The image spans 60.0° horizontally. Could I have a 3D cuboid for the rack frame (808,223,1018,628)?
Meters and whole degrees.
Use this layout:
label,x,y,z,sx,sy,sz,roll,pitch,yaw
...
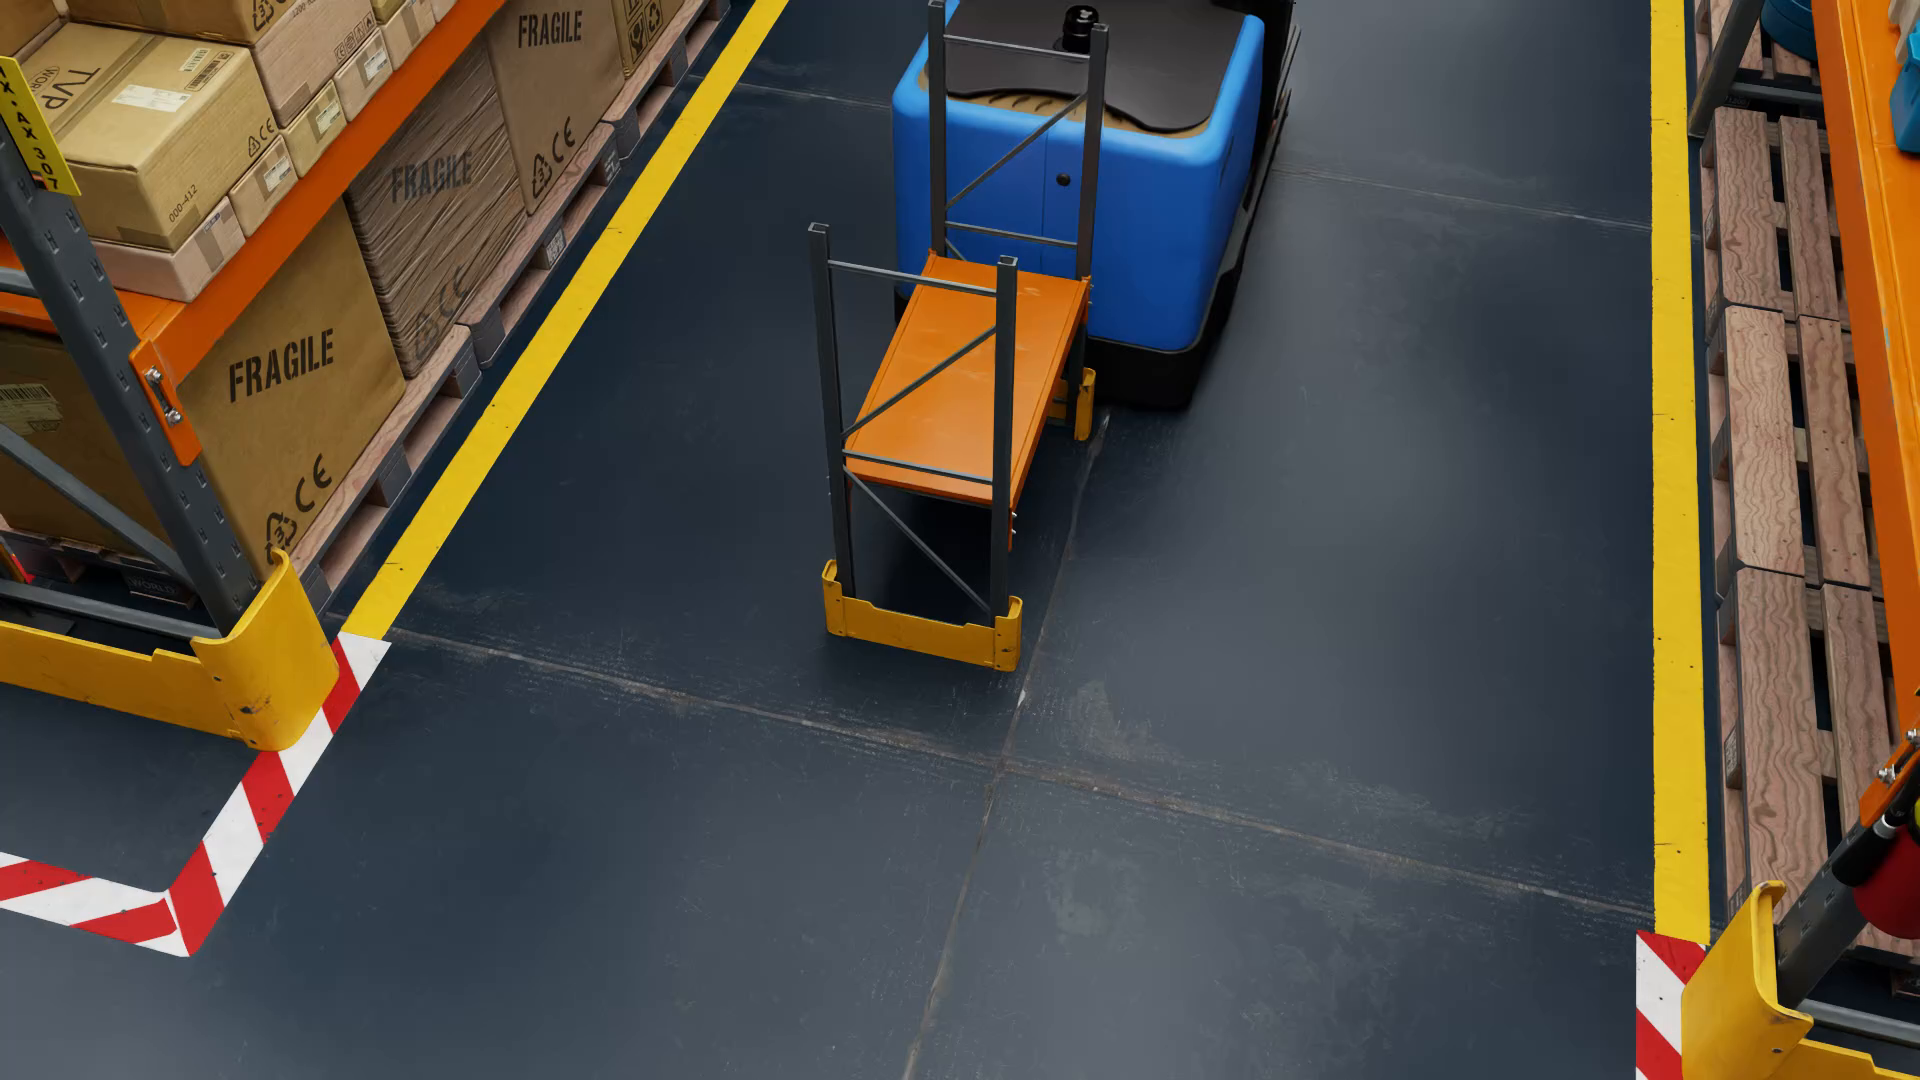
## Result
label,x,y,z,sx,sy,sz,roll,pitch,yaw
rack frame,-0.111,-0.190,4.418,0.500,1.500,0.032,12,50,10

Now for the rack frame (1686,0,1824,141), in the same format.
label,x,y,z,sx,sy,sz,roll,pitch,yaw
rack frame,3.416,-2.552,5.502,1.000,3.000,0.127,12,50,10

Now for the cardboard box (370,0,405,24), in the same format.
label,x,y,z,sx,sy,sz,roll,pitch,yaw
cardboard box,-1.762,-1.719,4.668,0.500,0.250,0.500,10,49,9

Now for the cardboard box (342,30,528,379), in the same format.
label,x,y,z,sx,sy,sz,roll,pitch,yaw
cardboard box,-2.084,-1.209,5.453,0.875,0.875,0.875,12,50,10

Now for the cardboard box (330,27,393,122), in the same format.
label,x,y,z,sx,sy,sz,roll,pitch,yaw
cardboard box,-1.803,-1.304,4.568,0.380,0.149,0.250,11,49,9

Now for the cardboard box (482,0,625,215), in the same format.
label,x,y,z,sx,sy,sz,roll,pitch,yaw
cardboard box,-1.850,-1.853,6.021,0.875,0.875,0.875,12,50,10

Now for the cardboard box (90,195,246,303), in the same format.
label,x,y,z,sx,sy,sz,roll,pitch,yaw
cardboard box,-2.003,-0.745,4.074,0.380,0.149,0.250,12,50,10

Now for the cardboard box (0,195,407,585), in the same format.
label,x,y,z,sx,sy,sz,roll,pitch,yaw
cardboard box,-2.324,-0.551,4.872,0.875,0.875,0.875,12,50,10

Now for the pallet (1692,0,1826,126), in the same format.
label,x,y,z,sx,sy,sz,roll,pitch,yaw
pallet,3.659,-2.179,7.032,1.003,0.211,1.213,12,50,10

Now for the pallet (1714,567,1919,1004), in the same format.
label,x,y,z,sx,sy,sz,roll,pitch,yaw
pallet,2.618,0.675,4.513,1.003,0.211,1.213,12,50,10

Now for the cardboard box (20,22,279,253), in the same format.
label,x,y,z,sx,sy,sz,roll,pitch,yaw
cardboard box,-2.028,-0.979,4.015,0.500,0.250,0.500,10,49,9

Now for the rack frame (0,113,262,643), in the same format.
label,x,y,z,sx,sy,sz,roll,pitch,yaw
rack frame,-2.415,-0.636,3.811,1.000,3.000,0.127,12,50,10

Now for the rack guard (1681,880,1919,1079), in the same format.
label,x,y,z,sx,sy,sz,roll,pitch,yaw
rack guard,2.369,1.188,3.868,1.175,0.500,0.348,12,50,10

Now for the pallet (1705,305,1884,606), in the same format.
label,x,y,z,sx,sy,sz,roll,pitch,yaw
pallet,2.941,-0.204,5.290,1.003,0.211,1.213,12,50,10

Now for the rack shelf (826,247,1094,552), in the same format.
label,x,y,z,sx,sy,sz,roll,pitch,yaw
rack shelf,0.022,-0.439,4.877,0.538,0.185,1.000,12,50,10

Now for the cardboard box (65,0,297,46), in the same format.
label,x,y,z,sx,sy,sz,roll,pitch,yaw
cardboard box,-1.897,-1.588,4.053,0.500,0.500,0.500,10,49,9

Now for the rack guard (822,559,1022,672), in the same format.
label,x,y,z,sx,sy,sz,roll,pitch,yaw
rack guard,-0.111,0.222,4.887,0.587,0.250,0.087,12,50,10

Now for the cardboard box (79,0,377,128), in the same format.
label,x,y,z,sx,sy,sz,roll,pitch,yaw
cardboard box,-1.898,-1.356,4.348,0.500,0.250,0.500,11,49,10

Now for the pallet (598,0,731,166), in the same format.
label,x,y,z,sx,sy,sz,roll,pitch,yaw
pallet,-1.638,-2.072,6.938,1.003,0.211,1.213,12,50,10

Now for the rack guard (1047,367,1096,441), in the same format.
label,x,y,z,sx,sy,sz,roll,pitch,yaw
rack guard,0.151,-0.498,5.523,0.587,0.250,0.087,12,50,10

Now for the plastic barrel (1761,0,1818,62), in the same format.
label,x,y,z,sx,sy,sz,roll,pitch,yaw
plastic barrel,3.576,-2.387,6.475,0.600,0.901,0.708,12,50,10

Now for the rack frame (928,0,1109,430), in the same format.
label,x,y,z,sx,sy,sz,roll,pitch,yaw
rack frame,0.156,-0.926,5.067,0.500,1.500,0.032,12,50,10

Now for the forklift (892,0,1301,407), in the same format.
label,x,y,z,sx,sy,sz,roll,pitch,yaw
forklift,0.694,-2.547,5.543,1.130,2.935,3.031,13,50,11

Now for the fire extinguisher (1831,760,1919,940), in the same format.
label,x,y,z,sx,sy,sz,roll,pitch,yaw
fire extinguisher,1.885,0.510,3.100,0.296,0.674,0.183,12,50,10

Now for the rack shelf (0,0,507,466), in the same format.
label,x,y,z,sx,sy,sz,roll,pitch,yaw
rack shelf,-1.889,-1.845,5.357,1.077,0.370,4.000,12,50,10

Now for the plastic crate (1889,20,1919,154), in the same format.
label,x,y,z,sx,sy,sz,roll,pitch,yaw
plastic crate,2.656,-1.159,4.344,0.416,0.233,0.300,12,50,10

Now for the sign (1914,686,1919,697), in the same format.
label,x,y,z,sx,sy,sz,roll,pitch,yaw
sign,1.828,0.191,2.972,0.100,0.325,0.005,12,50,10

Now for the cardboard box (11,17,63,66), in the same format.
label,x,y,z,sx,sy,sz,roll,pitch,yaw
cardboard box,-2.544,-1.088,4.111,0.500,0.250,0.500,11,49,9

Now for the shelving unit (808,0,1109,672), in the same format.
label,x,y,z,sx,sy,sz,roll,pitch,yaw
shelving unit,0.020,-0.551,4.736,0.587,1.500,1.083,12,50,10

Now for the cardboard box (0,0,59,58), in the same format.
label,x,y,z,sx,sy,sz,roll,pitch,yaw
cardboard box,-2.540,-1.337,3.831,0.500,0.500,0.500,12,50,10

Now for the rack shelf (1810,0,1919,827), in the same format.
label,x,y,z,sx,sy,sz,roll,pitch,yaw
rack shelf,2.890,-0.867,4.495,1.077,0.370,4.000,12,50,10

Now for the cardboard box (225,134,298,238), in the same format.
label,x,y,z,sx,sy,sz,roll,pitch,yaw
cardboard box,-1.937,-0.930,4.238,0.380,0.149,0.250,11,49,9

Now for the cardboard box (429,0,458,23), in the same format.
label,x,y,z,sx,sy,sz,roll,pitch,yaw
cardboard box,-1.667,-1.675,4.895,0.380,0.149,0.250,11,50,10

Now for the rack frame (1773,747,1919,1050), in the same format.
label,x,y,z,sx,sy,sz,roll,pitch,yaw
rack frame,2.363,0.341,2.948,1.000,3.000,0.127,12,50,10

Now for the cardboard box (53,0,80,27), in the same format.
label,x,y,z,sx,sy,sz,roll,pitch,yaw
cardboard box,-2.409,-1.454,4.435,0.500,0.250,0.500,11,49,9

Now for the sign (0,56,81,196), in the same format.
label,x,y,z,sx,sy,sz,roll,pitch,yaw
sign,-1.881,-0.835,3.356,0.100,0.325,0.005,12,50,10

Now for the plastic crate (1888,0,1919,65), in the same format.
label,x,y,z,sx,sy,sz,roll,pitch,yaw
plastic crate,2.836,-1.464,4.581,0.437,0.282,0.530,12,50,10

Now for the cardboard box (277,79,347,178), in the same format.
label,x,y,z,sx,sy,sz,roll,pitch,yaw
cardboard box,-1.870,-1.116,4.402,0.380,0.149,0.250,11,49,9

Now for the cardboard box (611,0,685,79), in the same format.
label,x,y,z,sx,sy,sz,roll,pitch,yaw
cardboard box,-1.613,-2.504,6.596,0.875,0.875,0.875,12,50,10

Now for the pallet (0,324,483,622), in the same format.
label,x,y,z,sx,sy,sz,roll,pitch,yaw
pallet,-2.280,-0.307,5.380,1.003,0.211,1.213,12,50,10

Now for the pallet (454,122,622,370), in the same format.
label,x,y,z,sx,sy,sz,roll,pitch,yaw
pallet,-1.957,-1.187,6.157,1.003,0.211,1.213,12,50,10

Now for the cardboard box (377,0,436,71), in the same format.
label,x,y,z,sx,sy,sz,roll,pitch,yaw
cardboard box,-1.735,-1.488,4.730,0.380,0.149,0.250,11,49,9

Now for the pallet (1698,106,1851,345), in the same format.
label,x,y,z,sx,sy,sz,roll,pitch,yaw
pallet,3.260,-1.090,6.071,1.003,0.211,1.213,12,50,10

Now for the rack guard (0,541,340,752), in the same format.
label,x,y,z,sx,sy,sz,roll,pitch,yaw
rack guard,-2.421,0.209,4.733,1.175,0.500,0.348,12,50,10
